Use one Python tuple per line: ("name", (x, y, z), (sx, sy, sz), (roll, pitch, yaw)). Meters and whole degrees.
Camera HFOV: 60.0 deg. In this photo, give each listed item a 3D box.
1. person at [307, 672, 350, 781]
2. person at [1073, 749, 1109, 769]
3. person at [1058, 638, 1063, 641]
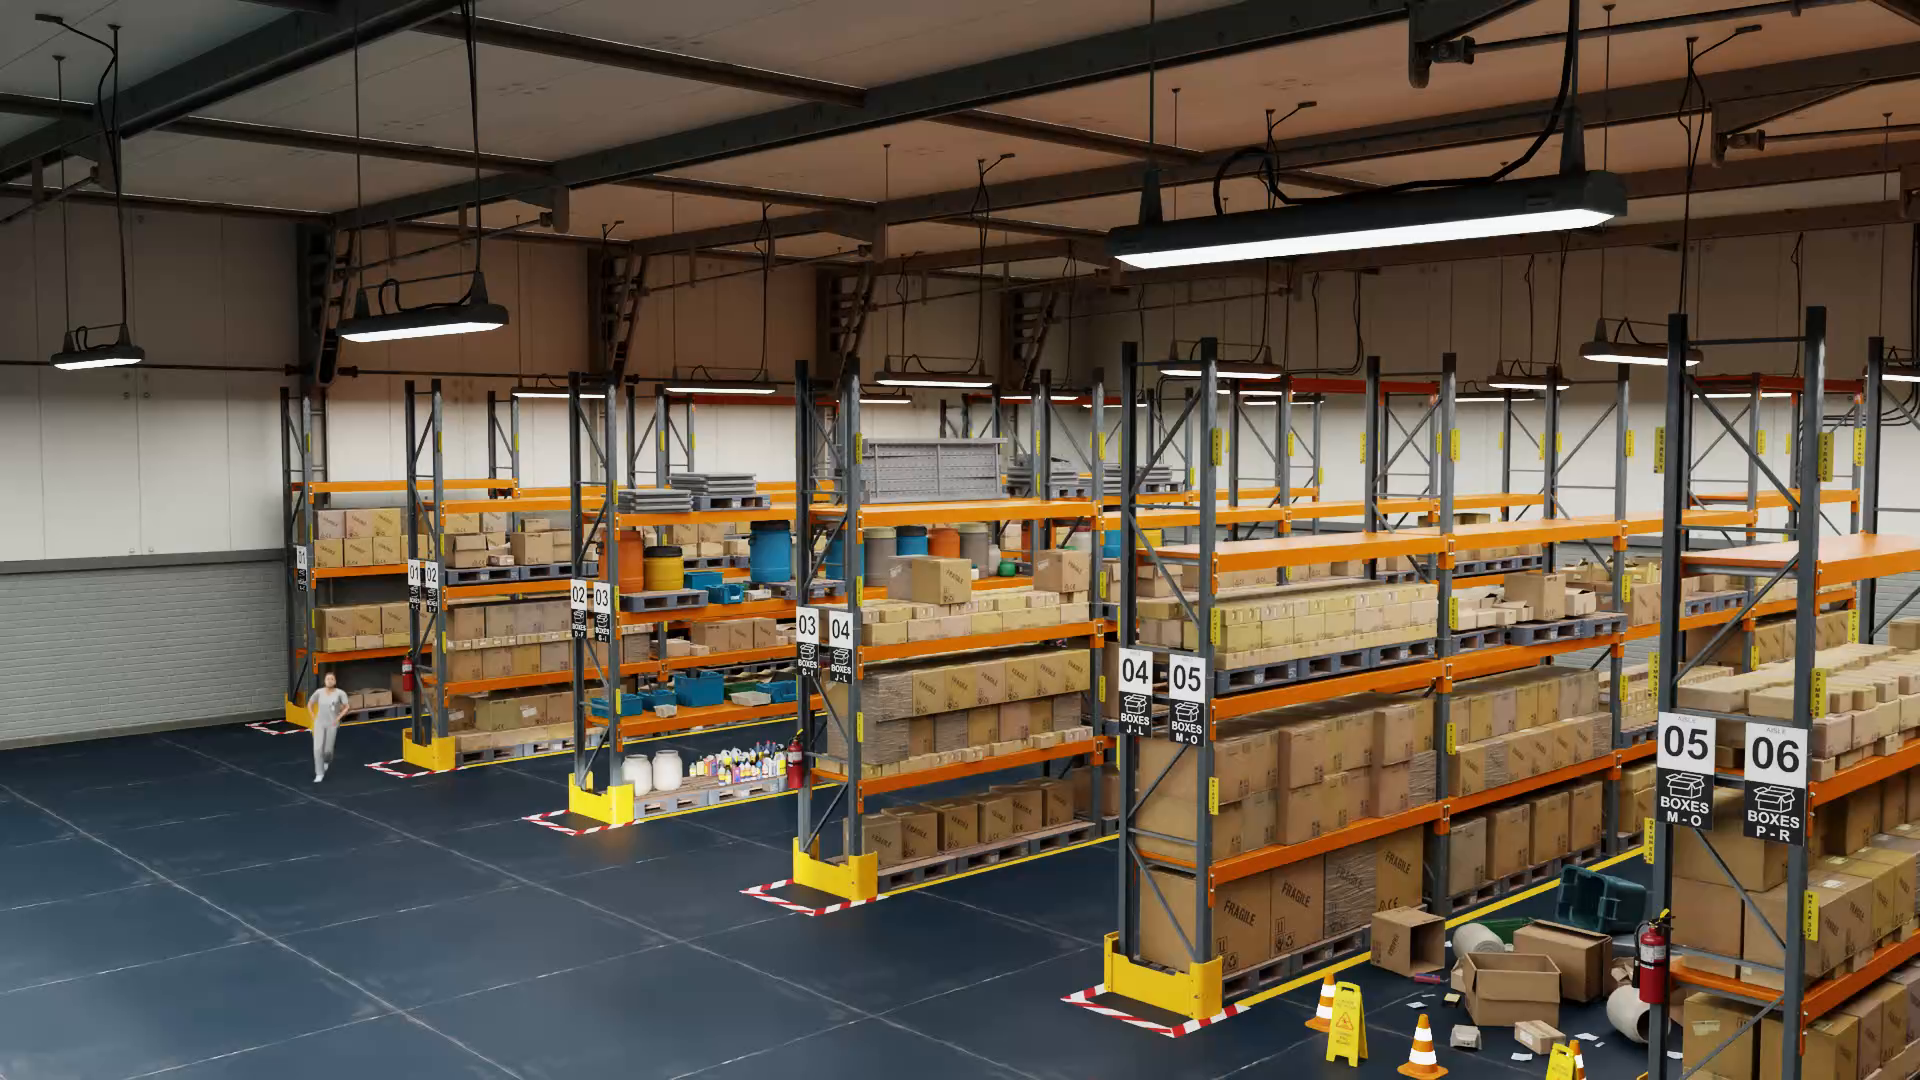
("person", (-9.473, 2.774, 24.951), (0.595, 1.621, 0.619), (-1, 4, -12))
("person", (1.967, 2.674, 25.063), (0.672, 1.847, 0.855), (2, 4, 32))
("person", (2.176, 1.903, 33.053), (0.701, 1.758, 0.780), (3, 5, 43))
